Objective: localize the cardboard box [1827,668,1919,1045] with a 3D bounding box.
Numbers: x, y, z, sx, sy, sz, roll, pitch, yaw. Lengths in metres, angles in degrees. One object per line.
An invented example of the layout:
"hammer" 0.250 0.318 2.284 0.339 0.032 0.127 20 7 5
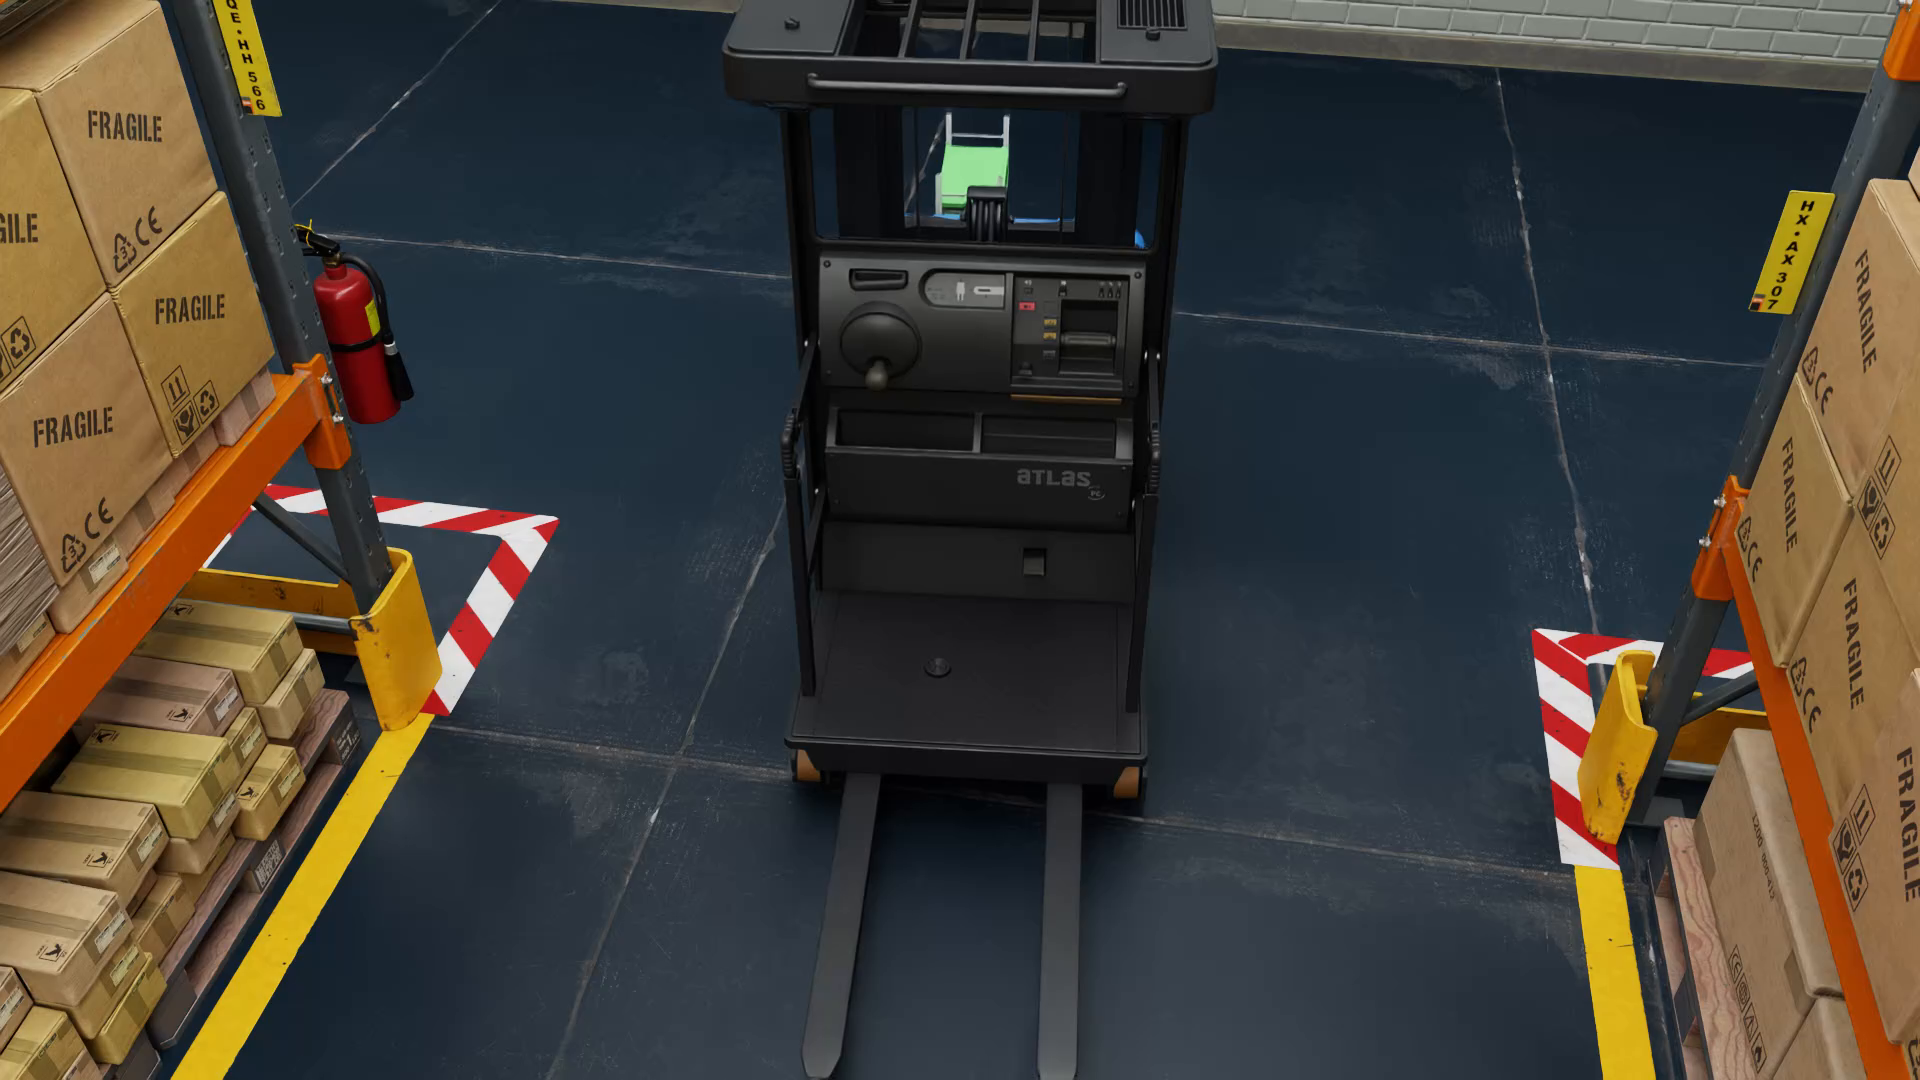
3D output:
"cardboard box" 2.004 0.613 3.077 0.500 0.500 0.500 6 40 7

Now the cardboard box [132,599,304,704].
"cardboard box" -2.199 0.329 4.939 0.380 0.149 0.250 7 40 8

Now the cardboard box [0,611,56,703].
"cardboard box" -2.339 0.230 3.815 0.380 0.149 0.250 5 40 6

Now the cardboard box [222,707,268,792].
"cardboard box" -2.265 0.604 4.839 0.380 0.149 0.250 6 40 7

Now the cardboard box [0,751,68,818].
"cardboard box" -2.759 0.713 4.708 0.380 0.149 0.250 7 40 8

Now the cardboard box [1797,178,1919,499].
"cardboard box" 2.172 -0.410 3.529 0.500 0.500 0.500 6 40 7

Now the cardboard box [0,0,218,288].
"cardboard box" -2.191 -0.963 3.964 0.500 0.500 0.500 6 40 7

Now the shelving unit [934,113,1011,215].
"shelving unit" 0.051 -1.000 6.518 0.258 1.200 0.503 3 40 3

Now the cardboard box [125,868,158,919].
"cardboard box" -2.403 0.930 4.446 0.380 0.149 0.250 6 40 7

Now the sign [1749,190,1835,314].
"sign" 1.990 -0.685 3.983 0.100 0.325 0.005 6 40 8

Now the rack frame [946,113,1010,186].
"rack frame" 0.068 -1.155 6.706 0.240 1.200 0.015 3 40 3

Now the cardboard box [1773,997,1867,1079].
"cardboard box" 2.370 1.570 3.678 0.875 0.438 0.875 7 40 9

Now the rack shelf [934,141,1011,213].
"rack shelf" 0.051 -1.321 6.253 0.258 0.148 0.480 3 40 3

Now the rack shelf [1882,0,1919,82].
"rack shelf" 2.190 0.120 1.961 1.077 0.370 4.000 6 40 8

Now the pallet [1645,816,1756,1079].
"pallet" 2.475 1.329 4.477 1.003 0.211 1.213 6 40 8

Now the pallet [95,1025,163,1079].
"pallet" -2.759 1.653 4.085 1.003 0.211 1.213 6 40 8

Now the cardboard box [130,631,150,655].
"cardboard box" -2.700 0.384 5.106 0.380 0.149 0.250 8 40 10

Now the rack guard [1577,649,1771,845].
"rack guard" 2.540 0.692 5.021 1.175 0.500 0.348 6 40 8

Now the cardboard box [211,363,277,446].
"cardboard box" -2.135 -0.406 4.584 0.380 0.149 0.250 6 40 8

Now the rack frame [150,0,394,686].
"rack frame" -2.357 -0.739 4.789 1.000 3.000 0.127 6 40 8

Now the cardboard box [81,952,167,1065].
"cardboard box" -2.330 1.204 4.348 0.380 0.149 0.250 5 40 6

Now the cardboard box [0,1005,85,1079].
"cardboard box" -2.395 1.258 4.049 0.380 0.149 0.250 8 40 10

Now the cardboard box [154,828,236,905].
"cardboard box" -2.318 0.880 4.739 0.380 0.149 0.250 6 40 7

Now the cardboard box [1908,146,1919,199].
"cardboard box" 2.202 -0.738 3.416 0.380 0.149 0.250 7 40 9

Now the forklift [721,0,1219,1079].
"forklift" 0.047 -0.534 4.596 1.130 2.935 3.031 3 40 3

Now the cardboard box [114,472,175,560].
"cardboard box" -2.243 -0.095 4.208 0.380 0.149 0.250 6 40 7

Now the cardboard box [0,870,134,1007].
"cardboard box" -2.318 0.987 4.143 0.380 0.149 0.250 8 40 9

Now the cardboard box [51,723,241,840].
"cardboard box" -2.219 0.657 4.542 0.380 0.149 0.250 6 40 7

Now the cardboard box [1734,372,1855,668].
"cardboard box" 2.170 -0.025 3.848 0.500 0.500 0.500 6 40 7

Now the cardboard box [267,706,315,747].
"cardboard box" -2.243 0.552 5.137 0.380 0.149 0.250 7 40 8

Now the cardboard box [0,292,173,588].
"cardboard box" -2.275 -0.259 3.897 0.500 0.500 0.500 6 40 7
